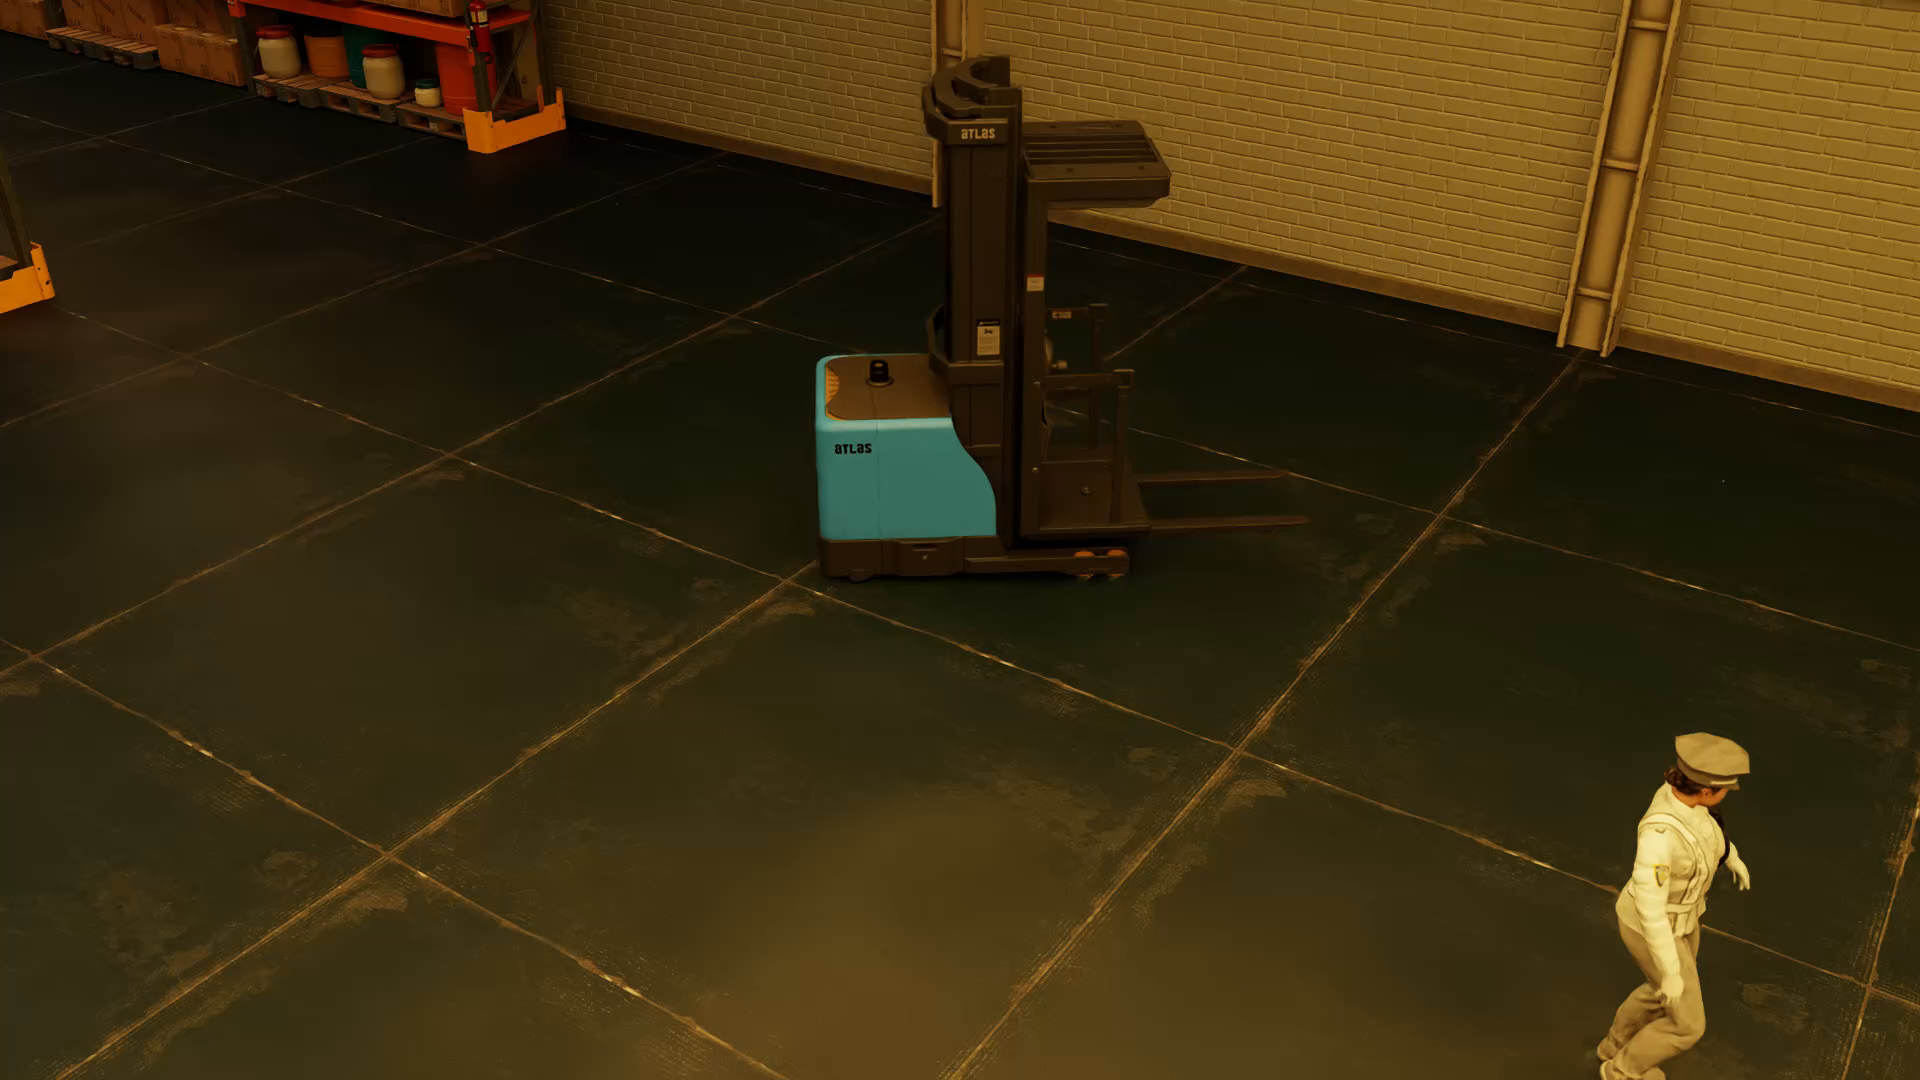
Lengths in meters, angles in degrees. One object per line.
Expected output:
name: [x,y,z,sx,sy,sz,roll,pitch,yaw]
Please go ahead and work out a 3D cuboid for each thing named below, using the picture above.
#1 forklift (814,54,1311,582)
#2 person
forklift: [0.631,-1.300,9.819,3.031,2.935,1.130,-2,30,-3]
person: [2.745,1.475,6.359,0.443,1.672,0.781,22,37,33]
